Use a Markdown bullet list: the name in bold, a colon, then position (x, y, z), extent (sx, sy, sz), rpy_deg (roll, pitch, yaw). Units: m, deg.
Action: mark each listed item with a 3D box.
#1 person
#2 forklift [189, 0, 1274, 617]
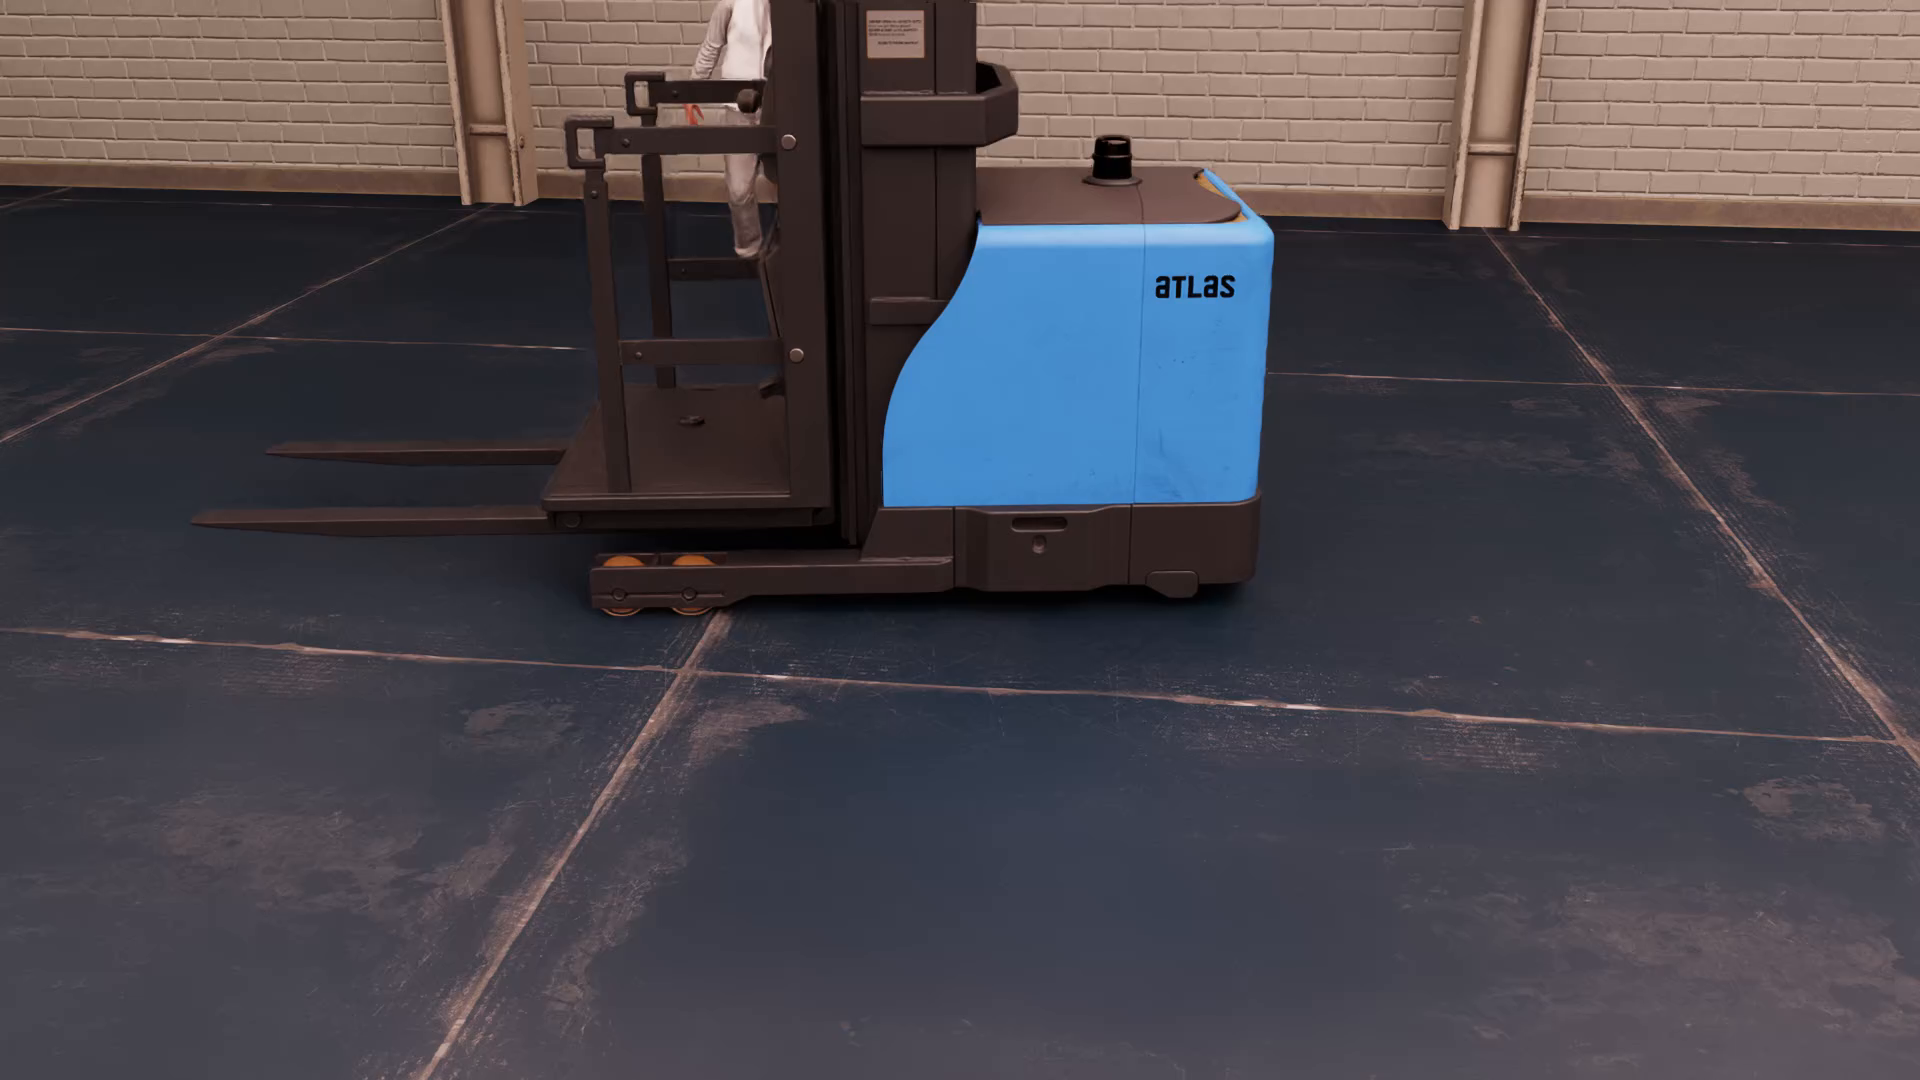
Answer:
- **person**: position (-0.956, -2.164, 8.307), extent (0.870, 1.747, 0.474), rpy_deg (1, 22, 2)
- **forklift**: position (-0.681, -1.346, 4.597), extent (3.031, 2.935, 1.130), rpy_deg (-1, 22, -2)
